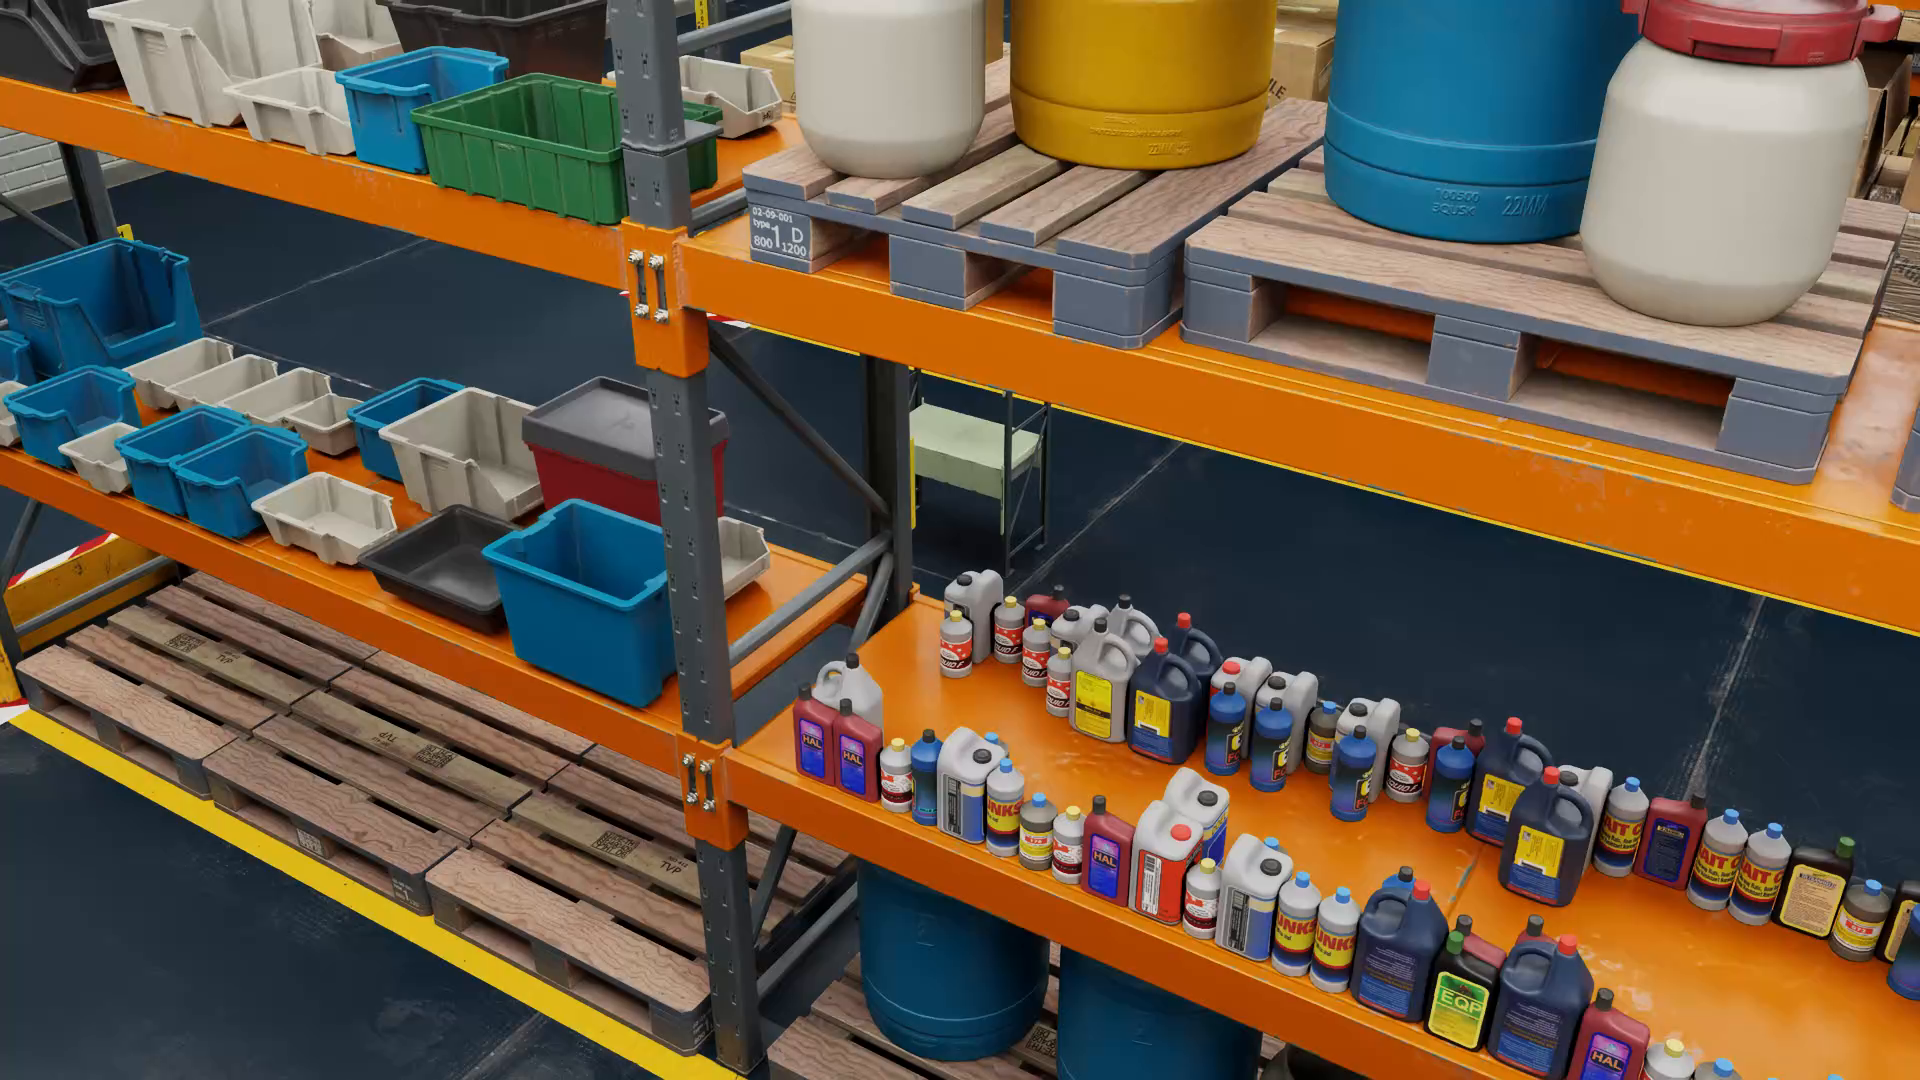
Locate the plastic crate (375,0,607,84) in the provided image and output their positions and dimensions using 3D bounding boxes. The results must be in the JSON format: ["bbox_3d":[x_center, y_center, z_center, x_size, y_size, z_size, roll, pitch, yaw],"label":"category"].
[{"bbox_3d":[-1.373,-1.497,4.993,0.590,0.269,0.497,18,35,27],"label":"plastic crate"}]

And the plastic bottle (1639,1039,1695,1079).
[{"bbox_3d":[1.491,1.140,3.517,0.097,0.201,0.097,0,30,0],"label":"plastic bottle"}]

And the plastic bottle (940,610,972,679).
[{"bbox_3d":[-0.012,0.303,4.951,0.097,0.201,0.097,0,30,0],"label":"plastic bottle"}]

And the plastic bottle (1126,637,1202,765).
[{"bbox_3d":[0.565,0.431,4.584,0.185,0.351,0.144,18,35,27],"label":"plastic bottle"}]

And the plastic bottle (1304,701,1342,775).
[{"bbox_3d":[1.002,0.533,4.556,0.097,0.201,0.097,0,30,0],"label":"plastic bottle"}]

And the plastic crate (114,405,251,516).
[{"bbox_3d":[-2.706,-0.274,5.850,0.300,0.233,0.416,18,35,27],"label":"plastic crate"}]

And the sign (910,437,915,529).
[{"bbox_3d":[-0.173,-0.162,5.277,0.005,0.325,0.100,18,35,27],"label":"sign"}]

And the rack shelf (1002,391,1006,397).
[{"bbox_3d":[0.006,-0.983,7.672,0.720,0.370,0.431,18,35,27],"label":"rack shelf"}]

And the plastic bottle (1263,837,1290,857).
[{"bbox_3d":[0.754,0.816,4.072,0.097,0.201,0.097,0,30,0],"label":"plastic bottle"}]

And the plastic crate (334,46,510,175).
[{"bbox_3d":[-1.408,-1.139,4.416,0.300,0.233,0.416,18,35,27],"label":"plastic crate"}]

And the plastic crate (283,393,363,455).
[{"bbox_3d":[-2.321,-0.431,6.215,0.250,0.136,0.298,18,35,27],"label":"plastic crate"}]

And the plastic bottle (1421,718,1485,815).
[{"bbox_3d":[1.306,0.583,4.389,0.133,0.283,0.061,18,35,27],"label":"plastic bottle"}]

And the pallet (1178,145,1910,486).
[{"bbox_3d":[1.211,-0.552,3.429,1.213,0.211,1.003,18,35,27],"label":"pallet"}]

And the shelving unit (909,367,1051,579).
[{"bbox_3d":[0.006,-0.646,7.869,0.755,1.500,0.431,18,35,27],"label":"shelving unit"}]

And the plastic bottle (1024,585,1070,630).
[{"bbox_3d":[0.259,0.252,4.957,0.133,0.283,0.061,18,35,27],"label":"plastic bottle"}]

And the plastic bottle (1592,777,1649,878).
[{"bbox_3d":[1.664,0.713,4.179,0.097,0.271,0.097,0,30,0],"label":"plastic bottle"}]

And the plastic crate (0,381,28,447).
[{"bbox_3d":[-3.593,-0.464,6.271,0.298,0.136,0.250,18,35,27],"label":"plastic crate"}]

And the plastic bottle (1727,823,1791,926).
[{"bbox_3d":[1.942,0.801,4.029,0.097,0.271,0.097,0,30,0],"label":"plastic bottle"}]

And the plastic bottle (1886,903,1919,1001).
[{"bbox_3d":[2.218,0.924,3.817,0.097,0.271,0.097,0,30,0],"label":"plastic bottle"}]

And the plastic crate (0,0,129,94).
[{"bbox_3d":[-2.707,-1.622,5.139,0.767,0.338,0.504,18,35,27],"label":"plastic crate"}]

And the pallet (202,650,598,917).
[{"bbox_3d":[-2.148,0.889,6.516,1.213,0.211,1.003,18,35,27],"label":"pallet"}]

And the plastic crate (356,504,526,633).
[{"bbox_3d":[-1.558,0.099,5.316,0.590,0.125,0.437,18,35,27],"label":"plastic crate"}]

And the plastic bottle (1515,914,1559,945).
[{"bbox_3d":[1.303,0.970,3.726,0.133,0.283,0.061,18,35,27],"label":"plastic bottle"}]

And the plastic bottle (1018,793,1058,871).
[{"bbox_3d":[0.198,0.731,4.218,0.097,0.201,0.097,0,30,0],"label":"plastic bottle"}]

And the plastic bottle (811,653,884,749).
[{"bbox_3d":[-0.307,0.456,4.540,0.185,0.351,0.144,18,35,27],"label":"plastic bottle"}]

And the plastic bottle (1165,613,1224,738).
[{"bbox_3d":[0.642,0.369,4.690,0.185,0.351,0.144,18,35,27],"label":"plastic bottle"}]

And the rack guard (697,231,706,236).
[{"bbox_3d":[-1.242,-1.921,11.046,0.348,0.500,1.175,18,35,27],"label":"rack guard"}]

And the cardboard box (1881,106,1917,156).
[{"bbox_3d":[6.256,-2.847,11.473,0.500,0.250,0.500,19,35,29],"label":"cardboard box"}]

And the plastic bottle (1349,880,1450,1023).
[{"bbox_3d":[1.001,0.906,3.769,0.185,0.351,0.144,18,35,27],"label":"plastic bottle"}]

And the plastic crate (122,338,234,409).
[{"bbox_3d":[-3.068,-0.651,6.591,0.243,0.136,0.396,18,35,27],"label":"plastic crate"}]

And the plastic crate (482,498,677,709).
[{"bbox_3d":[-1.044,0.193,4.899,0.575,0.384,0.392,18,35,27],"label":"plastic crate"}]

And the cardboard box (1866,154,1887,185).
[{"bbox_3d":[3.991,-1.548,7.827,0.500,0.500,0.500,18,35,28],"label":"cardboard box"}]

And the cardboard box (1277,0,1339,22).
[{"bbox_3d":[1.896,-2.547,8.749,0.500,0.500,0.500,18,35,27],"label":"cardboard box"}]

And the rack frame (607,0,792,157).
[{"bbox_3d":[-0.467,-2.400,3.433,0.127,3.000,1.000,18,35,27],"label":"rack frame"}]

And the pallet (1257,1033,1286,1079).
[{"bbox_3d":[1.202,1.947,4.703,1.213,0.211,1.003,18,35,27],"label":"pallet"}]

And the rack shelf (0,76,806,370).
[{"bbox_3d":[-2.161,-1.329,5.289,4.000,0.370,1.077,18,35,27],"label":"rack shelf"}]

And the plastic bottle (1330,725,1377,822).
[{"bbox_3d":[1.035,0.604,4.365,0.097,0.271,0.097,0,30,0],"label":"plastic bottle"}]

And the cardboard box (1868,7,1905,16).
[{"bbox_3d":[6.092,-3.562,10.917,0.250,0.149,0.380,17,34,27],"label":"cardboard box"}]

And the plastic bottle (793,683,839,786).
[{"bbox_3d":[-0.383,0.522,4.494,0.133,0.283,0.061,18,35,27],"label":"plastic bottle"}]

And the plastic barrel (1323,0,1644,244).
[{"bbox_3d":[1.060,-1.110,3.285,0.708,0.901,0.600,18,35,27],"label":"plastic barrel"}]

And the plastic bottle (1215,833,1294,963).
[{"bbox_3d":[0.703,0.842,3.953,0.135,0.276,0.152,18,35,27],"label":"plastic bottle"}]

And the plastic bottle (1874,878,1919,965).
[{"bbox_3d":[2.245,0.880,3.880,0.133,0.283,0.061,18,35,27],"label":"plastic bottle"}]

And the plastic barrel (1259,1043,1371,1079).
[{"bbox_3d":[1.015,1.617,4.554,0.421,0.512,0.421,0,30,0],"label":"plastic barrel"}]

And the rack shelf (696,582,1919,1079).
[{"bbox_3d":[1.227,1.038,4.208,4.000,0.370,1.077,18,35,27],"label":"rack shelf"}]

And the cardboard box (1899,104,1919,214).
[{"bbox_3d":[4.393,-1.706,7.102,0.637,0.503,0.797,18,35,28],"label":"cardboard box"}]

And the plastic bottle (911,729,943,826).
[{"bbox_3d":[-0.081,0.612,4.351,0.097,0.271,0.097,0,30,0],"label":"plastic bottle"}]

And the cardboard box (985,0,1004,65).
[{"bbox_3d":[-0.093,-2.867,9.298,0.500,0.500,0.500,17,34,26],"label":"cardboard box"}]

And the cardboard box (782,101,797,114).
[{"bbox_3d":[-0.879,-2.581,9.947,0.250,0.149,0.380,17,34,27],"label":"cardboard box"}]
